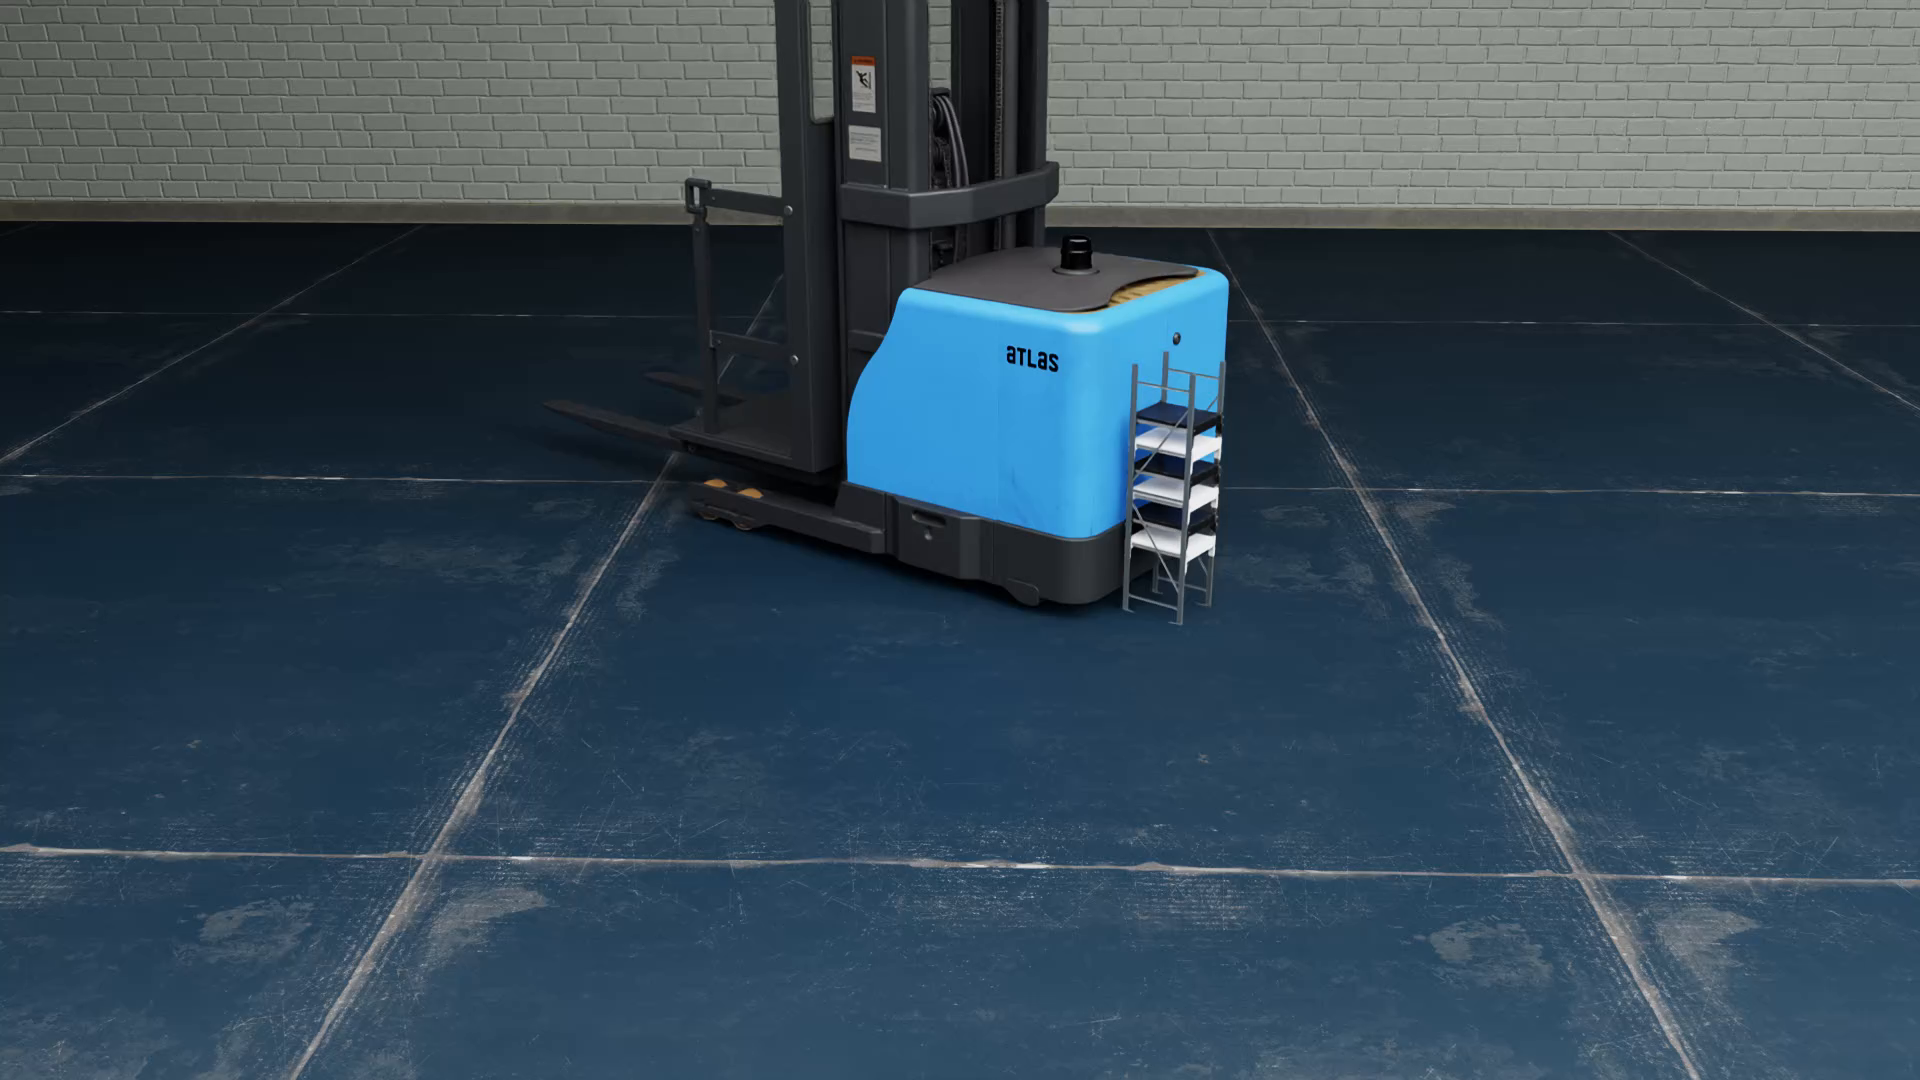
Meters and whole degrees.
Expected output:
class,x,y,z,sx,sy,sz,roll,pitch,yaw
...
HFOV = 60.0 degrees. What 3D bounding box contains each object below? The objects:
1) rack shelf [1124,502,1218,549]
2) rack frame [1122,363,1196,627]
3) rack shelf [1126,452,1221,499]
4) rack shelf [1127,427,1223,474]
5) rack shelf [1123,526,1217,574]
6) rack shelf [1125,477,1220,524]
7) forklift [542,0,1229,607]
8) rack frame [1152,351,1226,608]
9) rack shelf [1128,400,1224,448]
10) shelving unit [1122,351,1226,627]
class,x,y,z,sx,sy,sz,roll,pitch,yaw
rack shelf,0.734,-0.061,5.781,0.258,0.077,0.200,15,26,34
rack frame,0.673,-0.146,5.661,0.240,0.900,0.006,15,26,34
rack shelf,0.735,-0.228,5.716,0.258,0.077,0.200,15,26,34
rack shelf,0.735,-0.312,5.683,0.258,0.077,0.200,15,26,34
rack shelf,0.734,0.023,5.814,0.258,0.077,0.200,15,26,34
rack shelf,0.734,-0.144,5.748,0.258,0.077,0.200,15,26,34
forklift,-0.478,-1.540,6.447,3.031,2.935,1.130,15,26,34
rack frame,0.795,-0.205,5.812,0.240,0.900,0.006,15,26,34
rack shelf,0.735,-0.396,5.650,0.258,0.077,0.200,15,26,34
shelving unit,0.734,-0.175,5.736,0.258,0.900,0.210,15,26,34
